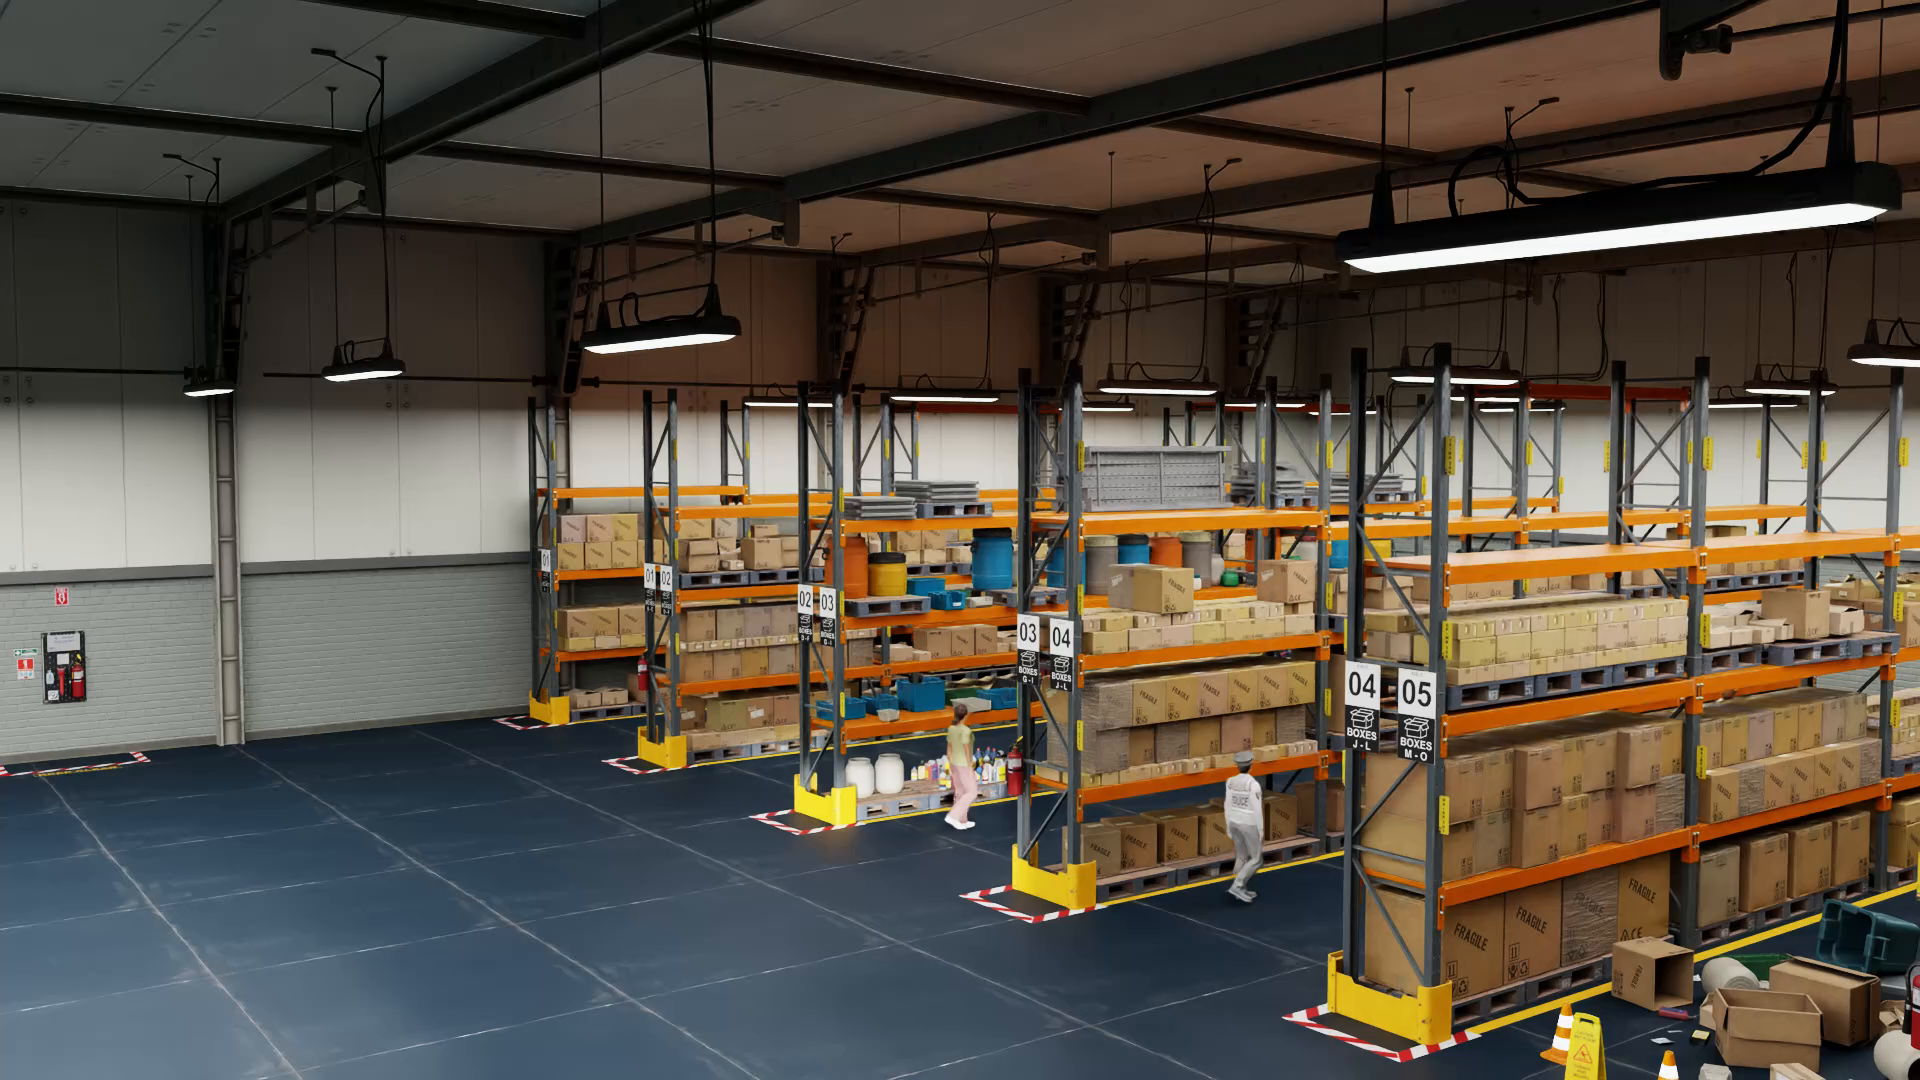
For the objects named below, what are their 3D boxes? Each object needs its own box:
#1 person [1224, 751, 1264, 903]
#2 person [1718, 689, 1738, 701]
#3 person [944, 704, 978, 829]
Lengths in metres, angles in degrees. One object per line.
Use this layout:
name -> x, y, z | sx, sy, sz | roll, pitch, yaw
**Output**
person -> 3.170, 3.224, 18.696 | 0.503, 1.679, 0.503 | -2, 4, -33
person -> 10.984, 2.863, 23.868 | 1.032, 1.723, 0.648 | -2, 4, -32
person -> -0.006, 3.026, 22.141 | 0.509, 1.669, 0.488 | -2, 4, -29
